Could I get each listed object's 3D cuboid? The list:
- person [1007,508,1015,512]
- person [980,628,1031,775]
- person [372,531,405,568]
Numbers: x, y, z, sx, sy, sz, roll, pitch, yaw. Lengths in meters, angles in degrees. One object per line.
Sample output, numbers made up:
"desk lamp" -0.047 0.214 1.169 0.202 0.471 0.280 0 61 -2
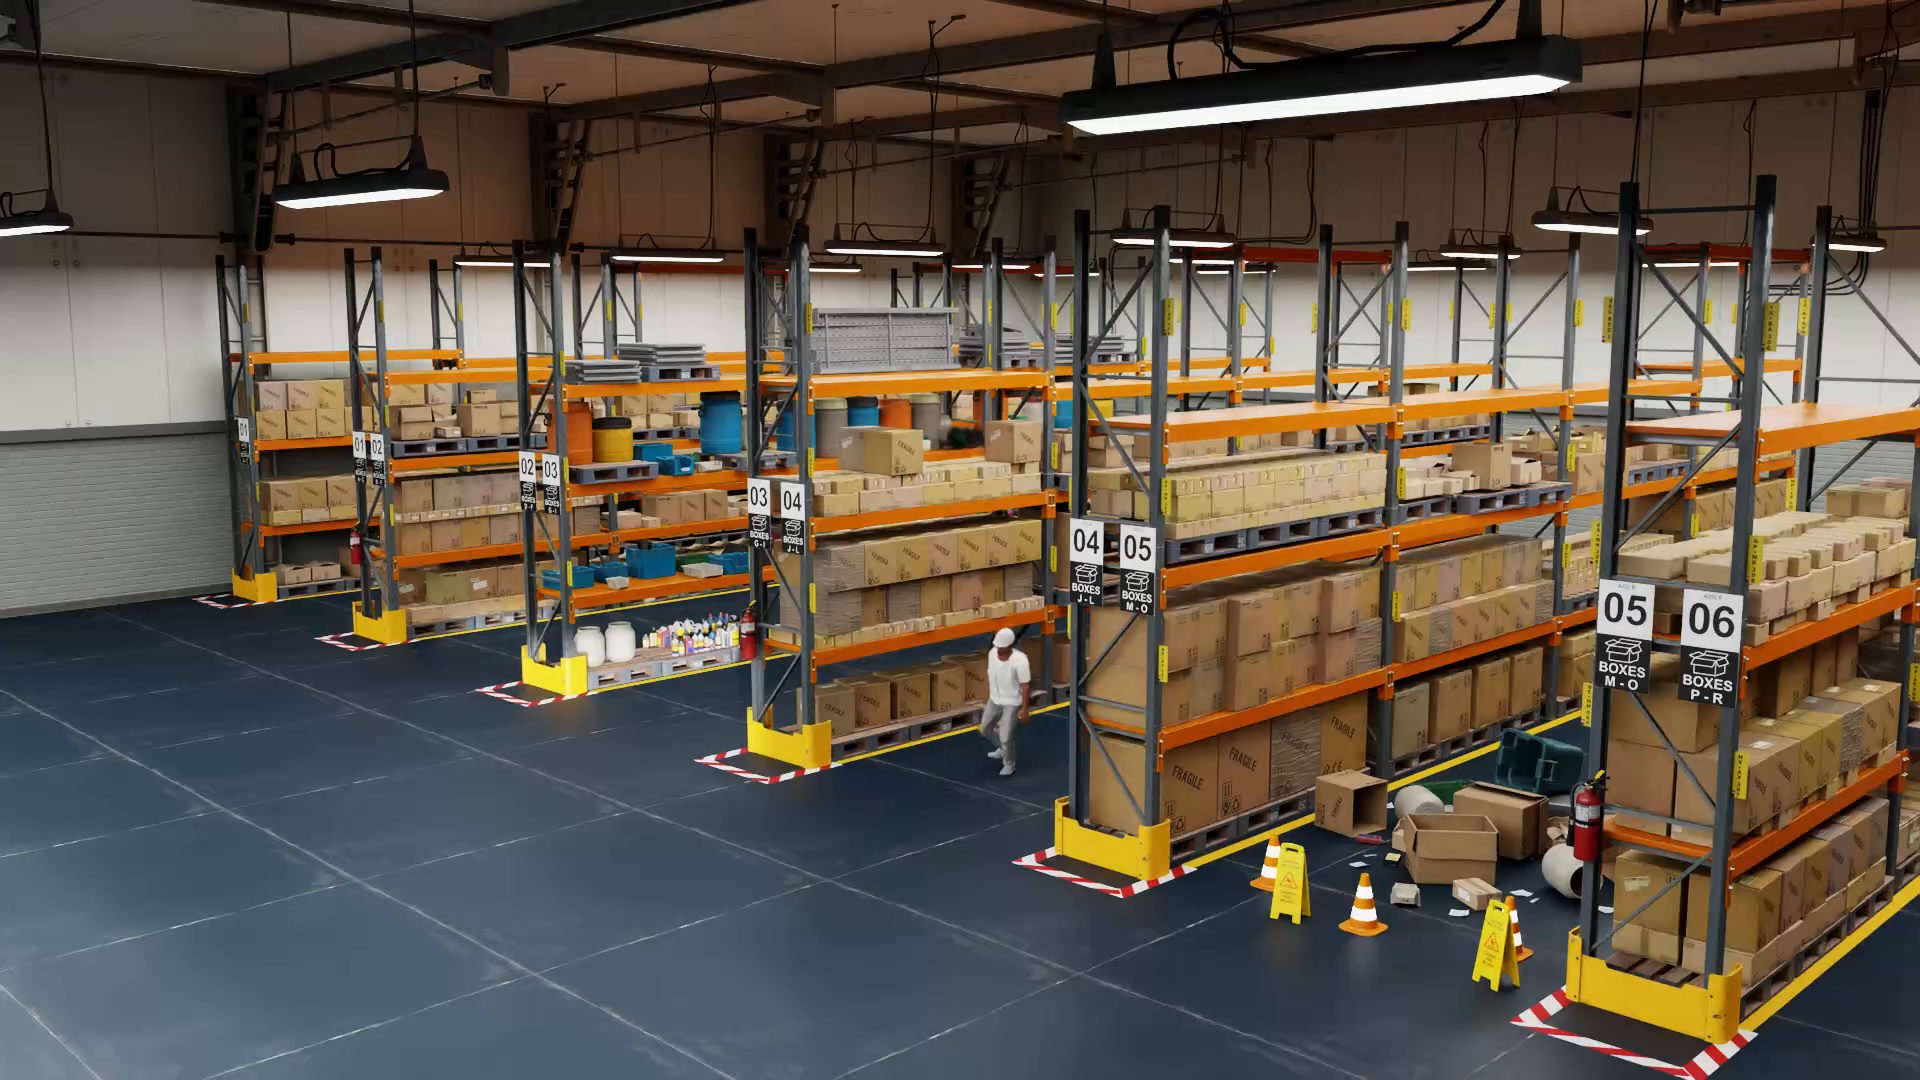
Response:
"person" 1.440 -1.419 40.289 0.725 1.724 0.976 -2 8 -13
"person" 0.516 1.752 18.238 0.827 1.675 0.699 7 11 40
"person" -9.397 0.453 27.728 0.648 1.627 0.939 5 9 29
